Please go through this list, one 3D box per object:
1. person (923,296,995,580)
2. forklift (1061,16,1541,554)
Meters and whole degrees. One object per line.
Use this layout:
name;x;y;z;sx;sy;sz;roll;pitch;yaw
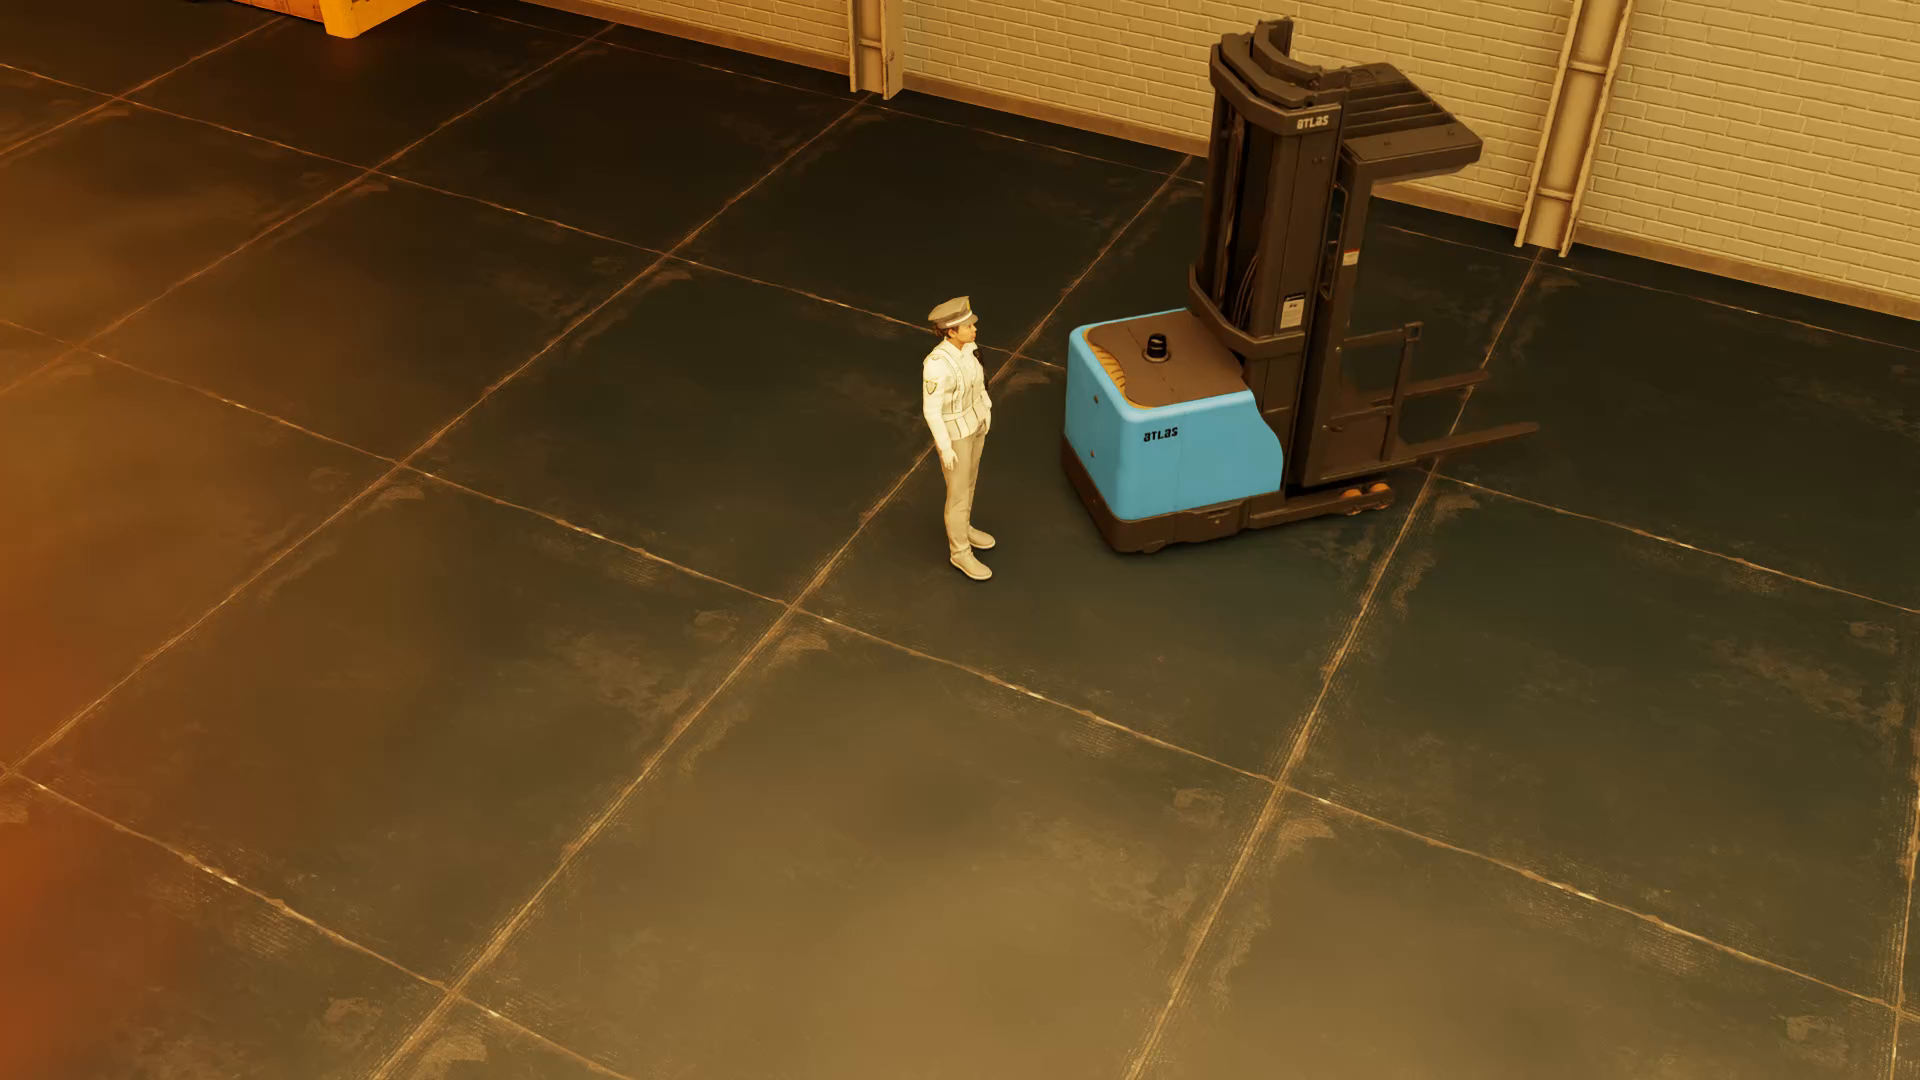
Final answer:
person;0.058;-0.630;9.683;0.531;1.695;0.588;18;43;21
forklift;2.226;-1.589;9.874;3.031;2.935;1.130;-12;41;-13
